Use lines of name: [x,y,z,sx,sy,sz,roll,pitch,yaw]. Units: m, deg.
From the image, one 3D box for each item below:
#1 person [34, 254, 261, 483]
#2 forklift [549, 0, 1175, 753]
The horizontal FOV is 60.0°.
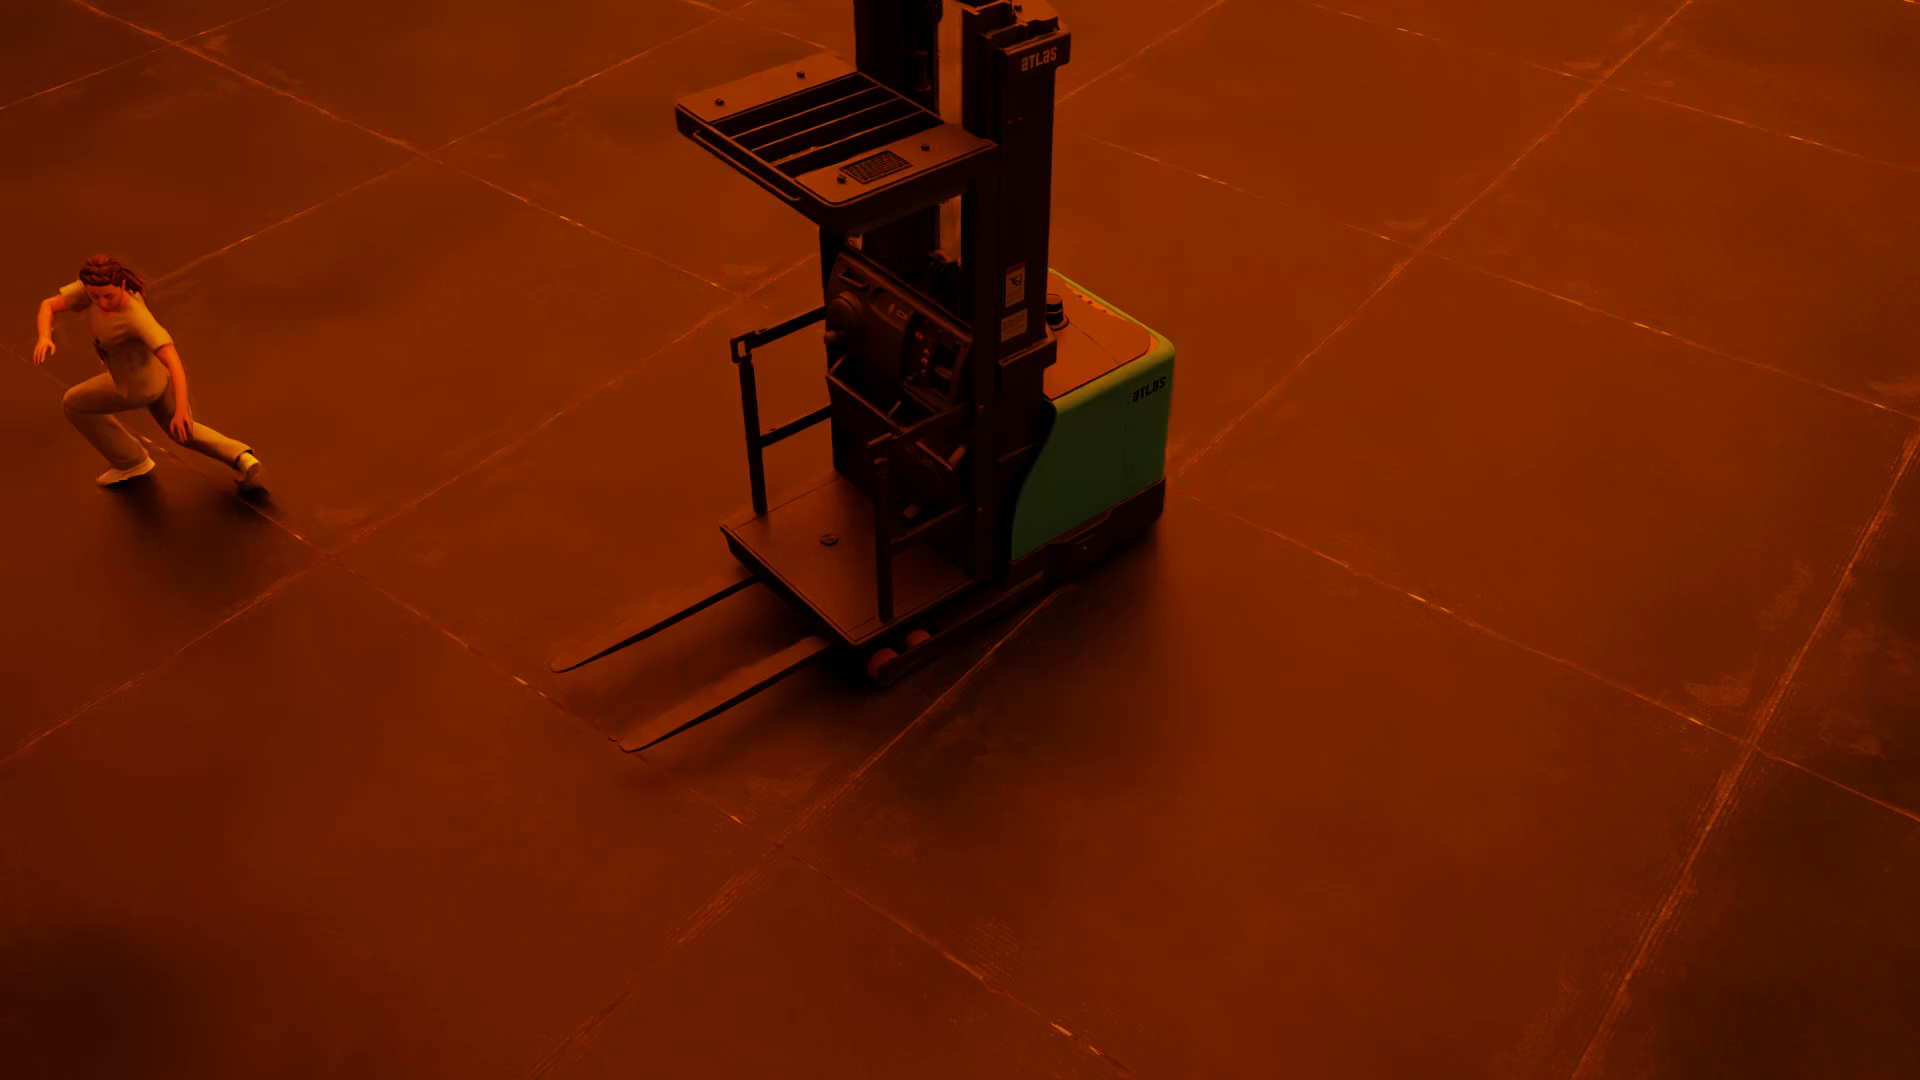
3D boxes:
person: [-4.042,-0.751,8.168,0.946,1.440,0.684,-2,40,-2]
forklift: [-0.436,-0.847,7.067,3.031,2.935,1.130,-28,48,-29]
